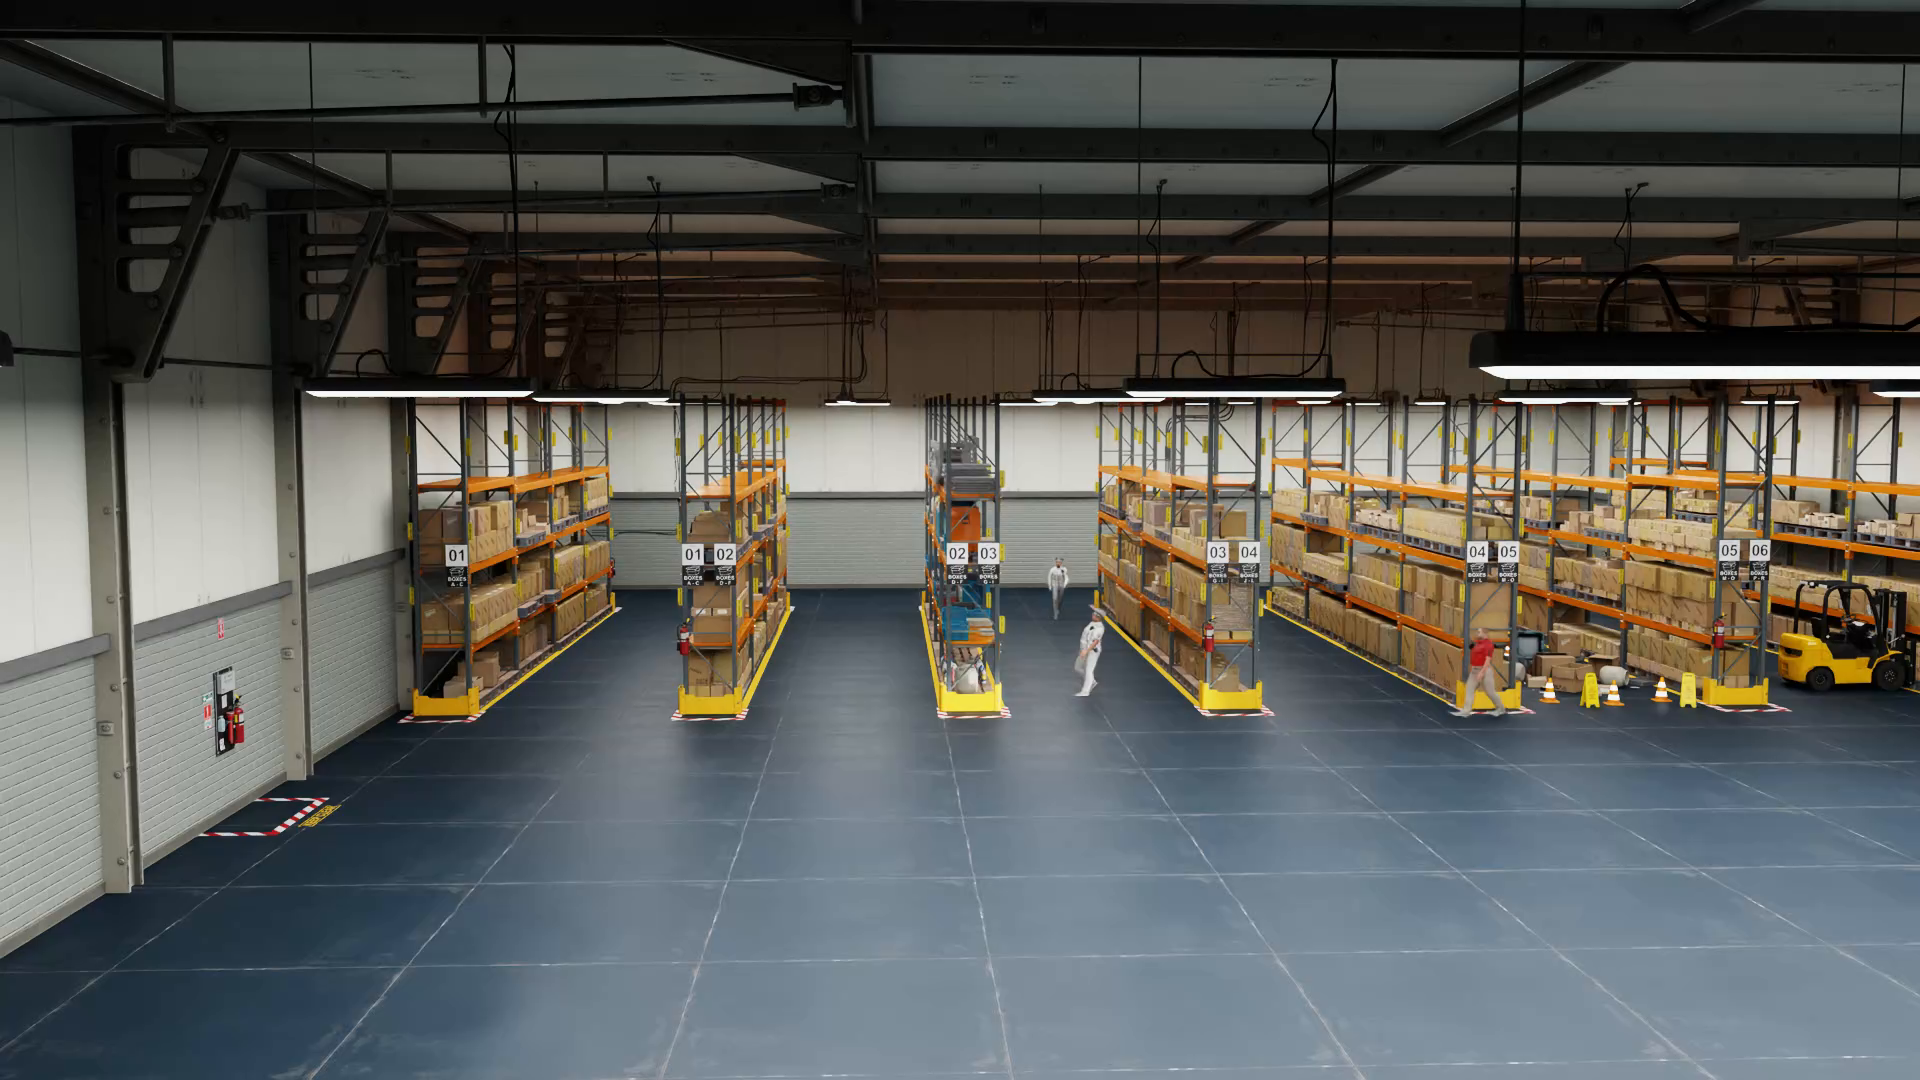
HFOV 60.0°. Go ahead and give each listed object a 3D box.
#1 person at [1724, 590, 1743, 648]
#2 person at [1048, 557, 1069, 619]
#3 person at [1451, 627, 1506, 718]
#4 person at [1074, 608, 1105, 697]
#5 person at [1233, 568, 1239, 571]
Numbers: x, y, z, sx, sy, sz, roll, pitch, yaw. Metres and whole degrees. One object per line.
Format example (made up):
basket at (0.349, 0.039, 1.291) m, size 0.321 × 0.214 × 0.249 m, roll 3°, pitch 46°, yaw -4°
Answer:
person at (16.914, 1.953, 36.503) m, size 0.730 × 1.772 × 0.563 m, roll 3°, pitch 5°, yaw 33°
person at (2.706, 1.311, 45.678) m, size 0.546 × 1.695 × 0.908 m, roll 0°, pitch 5°, yaw -2°
person at (9.614, 2.451, 30.752) m, size 0.984 × 1.684 × 0.535 m, roll -2°, pitch 5°, yaw -20°
person at (2.533, 2.223, 33.083) m, size 0.668 × 1.755 × 0.633 m, roll -2°, pitch 5°, yaw -29°
person at (7.625, 1.244, 46.027) m, size 0.568 × 1.609 × 1.028 m, roll 0°, pitch 5°, yaw -2°
